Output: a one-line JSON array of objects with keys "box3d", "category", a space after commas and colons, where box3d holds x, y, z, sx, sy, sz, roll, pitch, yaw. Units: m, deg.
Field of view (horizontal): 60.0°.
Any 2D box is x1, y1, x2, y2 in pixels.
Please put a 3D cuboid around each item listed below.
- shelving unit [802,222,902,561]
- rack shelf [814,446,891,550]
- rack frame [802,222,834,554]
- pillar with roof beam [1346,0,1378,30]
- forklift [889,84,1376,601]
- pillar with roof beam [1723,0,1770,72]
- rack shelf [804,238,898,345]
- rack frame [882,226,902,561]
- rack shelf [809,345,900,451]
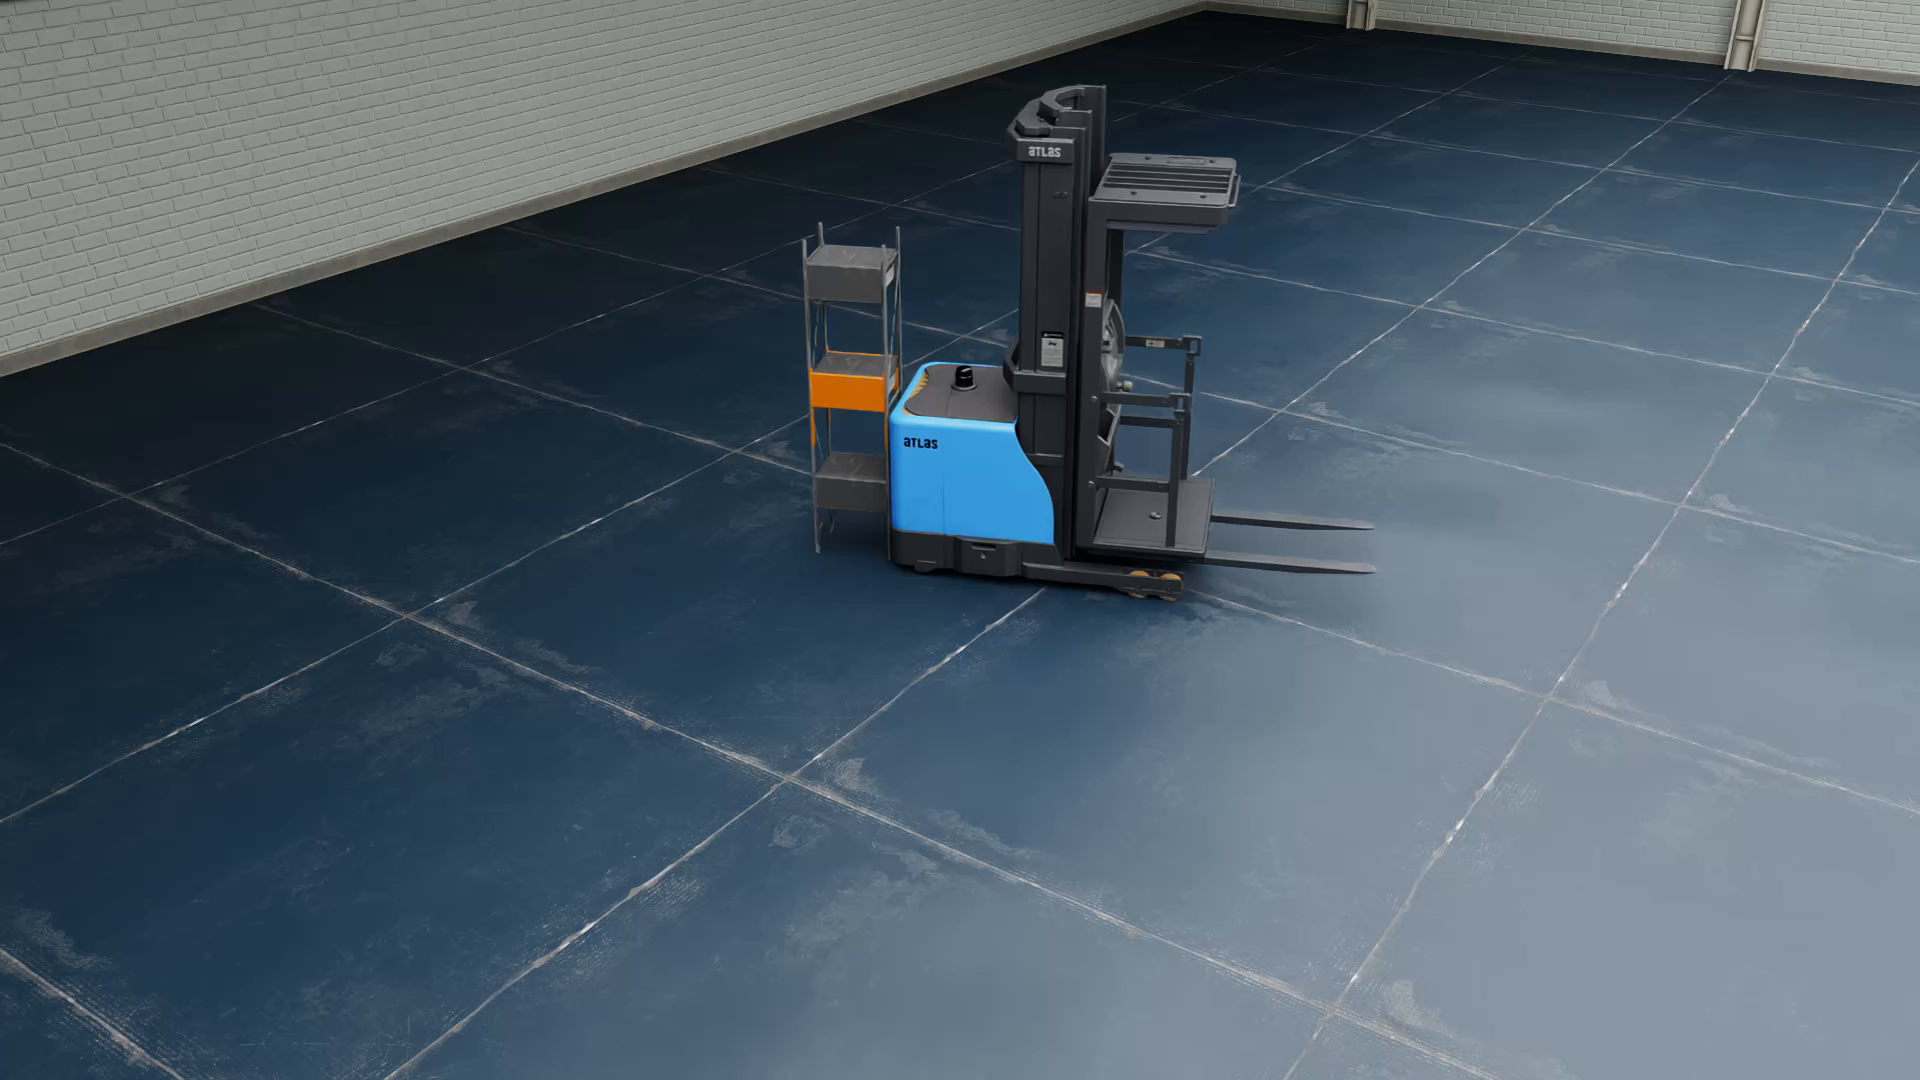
[{"box3d": [-0.656, -0.912, 10.501, 0.503, 2.100, 0.431, 5, 27, 10], "category": "shelving unit"}, {"box3d": [-0.656, -0.276, 10.825, 0.480, 0.518, 0.431, 5, 27, 10], "category": "rack shelf"}, {"box3d": [-0.895, -0.933, 10.543, 0.015, 2.100, 0.400, 5, 27, 10], "category": "rack frame"}, {"box3d": [4.286, -10.999, 22.715, 0.400, 9.000, 9.100, 17, 32, 30], "category": "pillar with roof beam"}, {"box3d": [1.120, -1.194, 10.138, 3.031, 2.935, 1.130, 5, 27, 10], "category": "forklift"}, {"box3d": [9.231, -9.458, 19.687, 0.400, 9.000, 9.100, 17, 32, 30], "category": "pillar with roof beam"}, {"box3d": [-0.656, -1.524, 10.190, 0.480, 0.518, 0.431, 5, 27, 10], "category": "rack shelf"}, {"box3d": [-0.416, -0.890, 10.459, 0.015, 2.100, 0.400, 5, 27, 10], "category": "rack frame"}, {"box3d": [-0.656, -0.900, 10.507, 0.480, 0.518, 0.431, 5, 27, 10], "category": "rack shelf"}]
